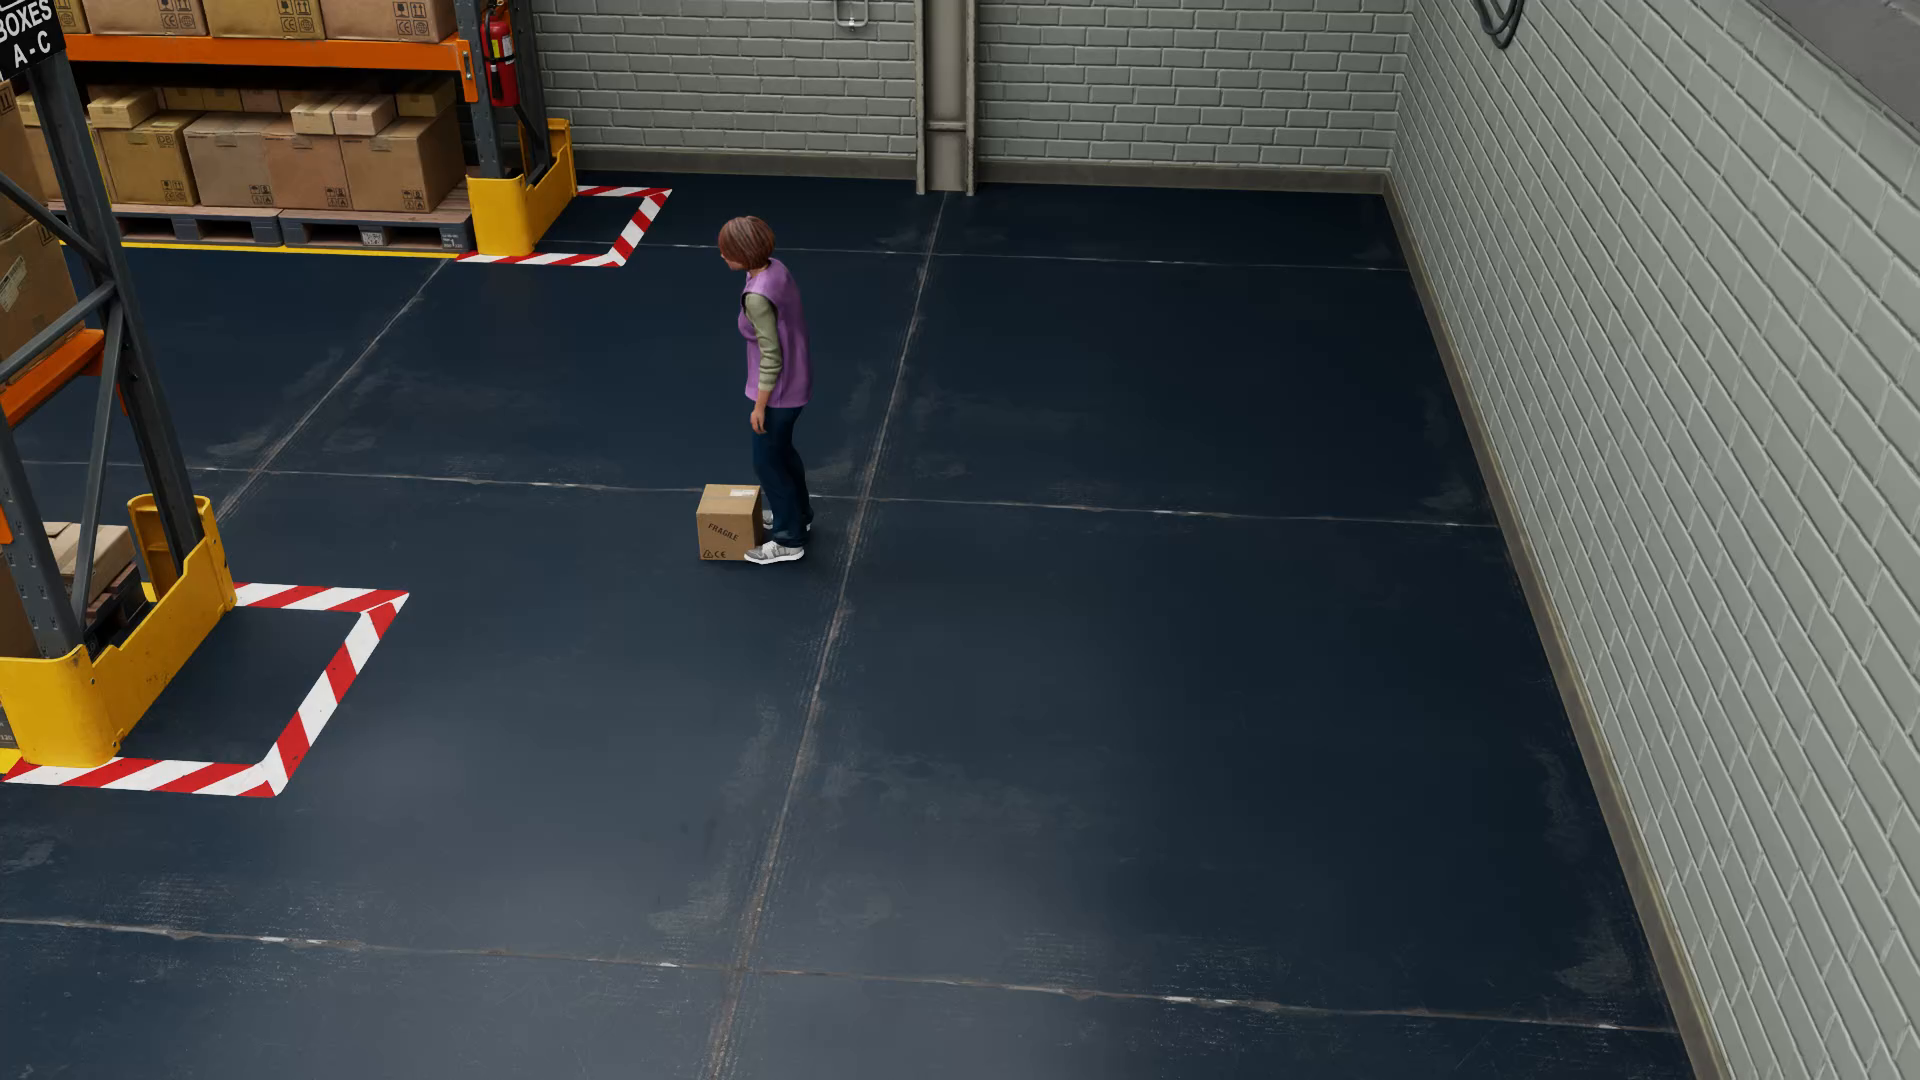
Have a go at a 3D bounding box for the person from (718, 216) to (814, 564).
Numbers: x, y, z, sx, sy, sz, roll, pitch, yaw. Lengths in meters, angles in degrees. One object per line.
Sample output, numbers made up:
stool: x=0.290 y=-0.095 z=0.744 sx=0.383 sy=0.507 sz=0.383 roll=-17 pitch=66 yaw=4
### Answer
person: x=-0.805 y=-0.639 z=7.156 sx=0.350 sy=1.592 sz=0.472 roll=2 pitch=32 yaw=3
